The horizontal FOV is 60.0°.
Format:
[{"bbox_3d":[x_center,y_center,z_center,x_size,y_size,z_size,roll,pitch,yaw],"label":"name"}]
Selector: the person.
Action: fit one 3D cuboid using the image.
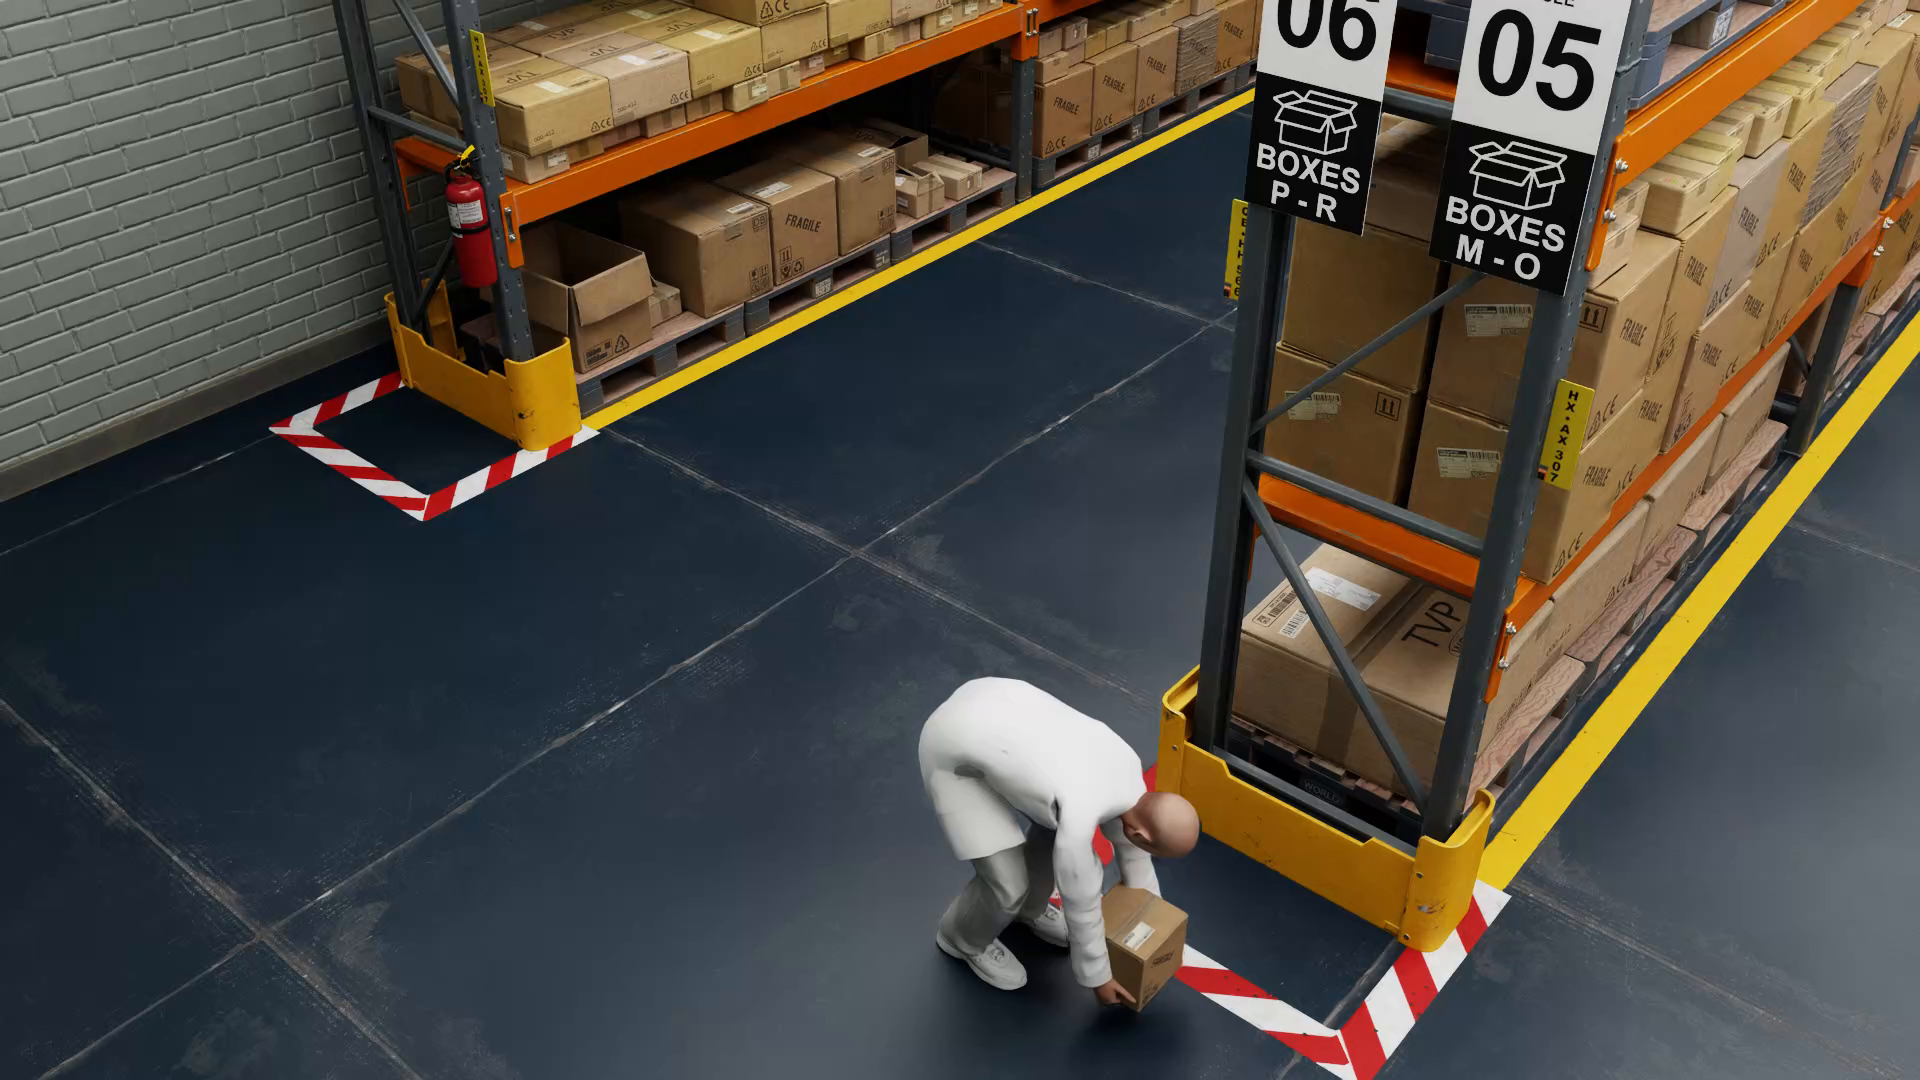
[{"bbox_3d":[0.306,0.995,5.330,0.948,1.076,0.573,21,40,27],"label":"person"}]
